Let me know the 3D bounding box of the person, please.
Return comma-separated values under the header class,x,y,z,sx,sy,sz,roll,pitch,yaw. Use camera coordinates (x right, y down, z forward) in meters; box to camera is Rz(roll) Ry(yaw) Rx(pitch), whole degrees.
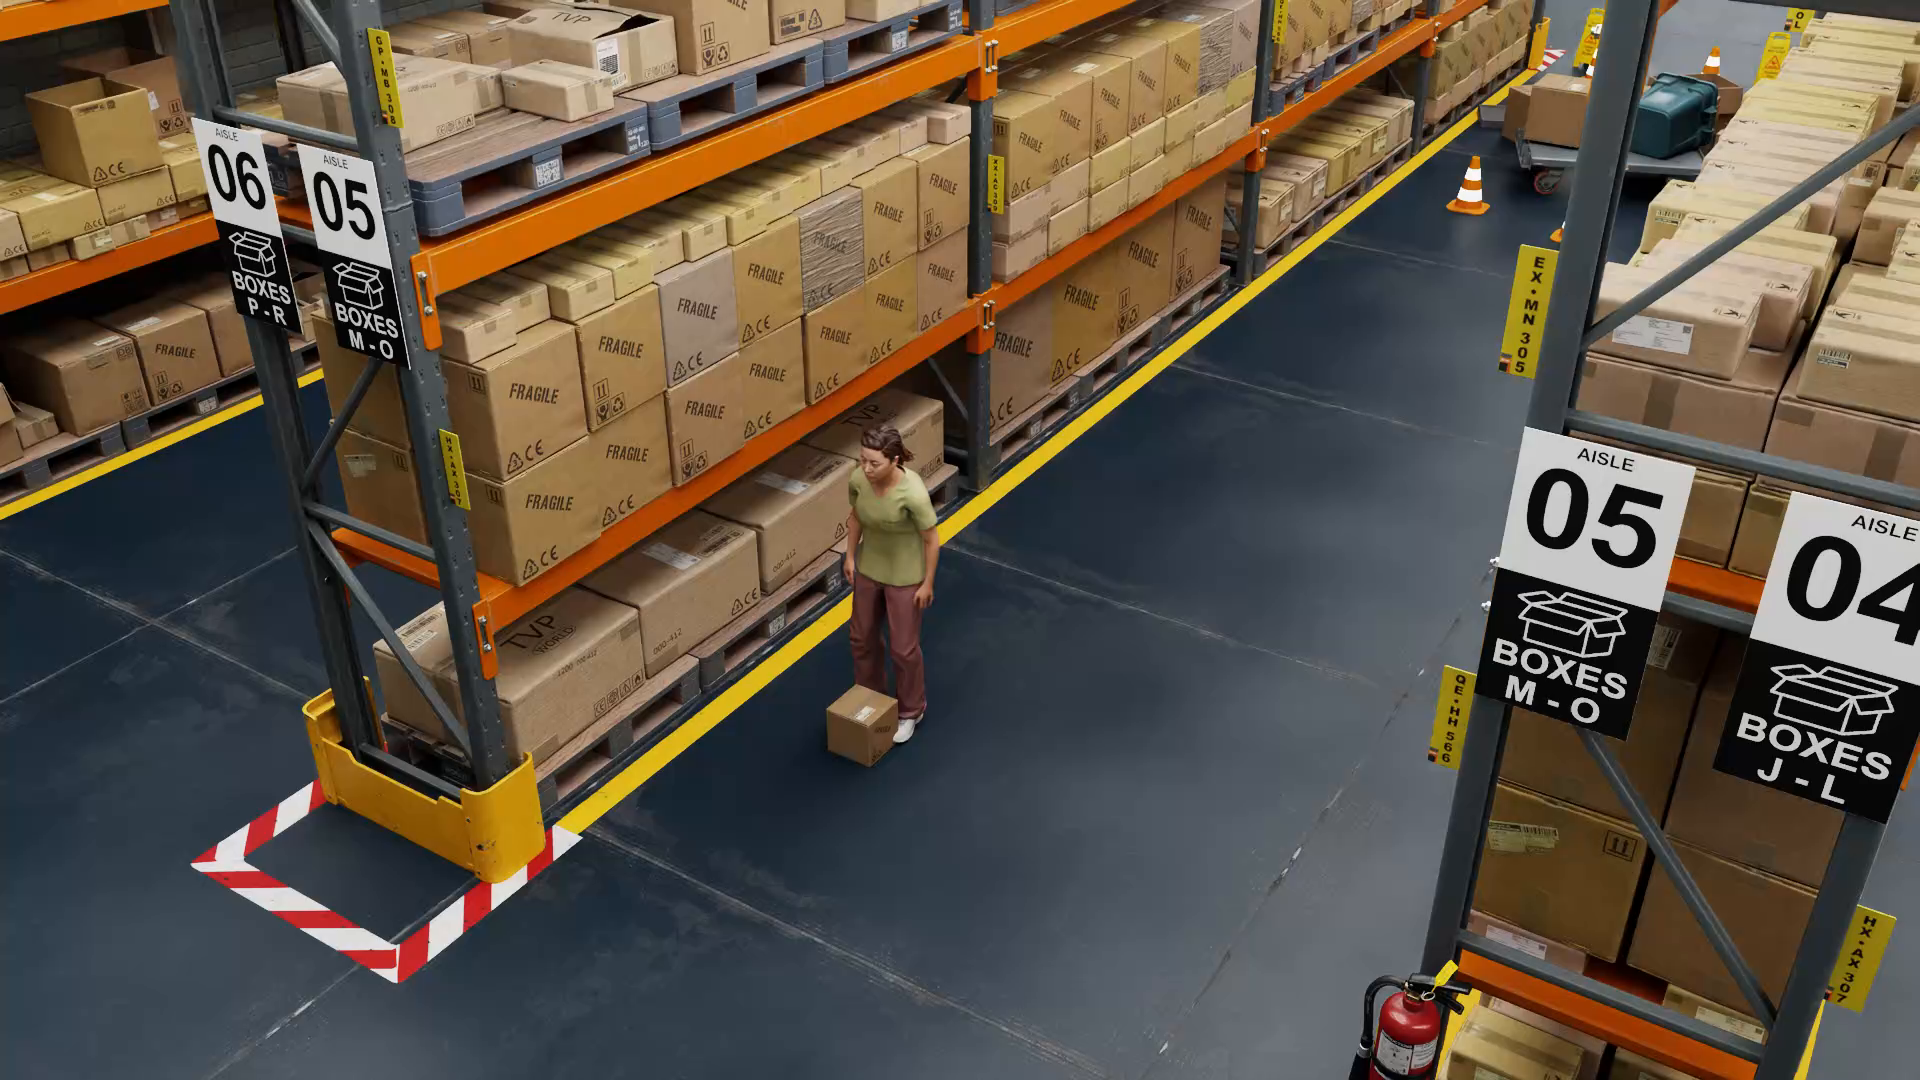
class,x,y,z,sx,sy,sz,roll,pitch,yaw
person,-0.339,0.182,7.882,0.502,1.667,0.352,18,35,28
